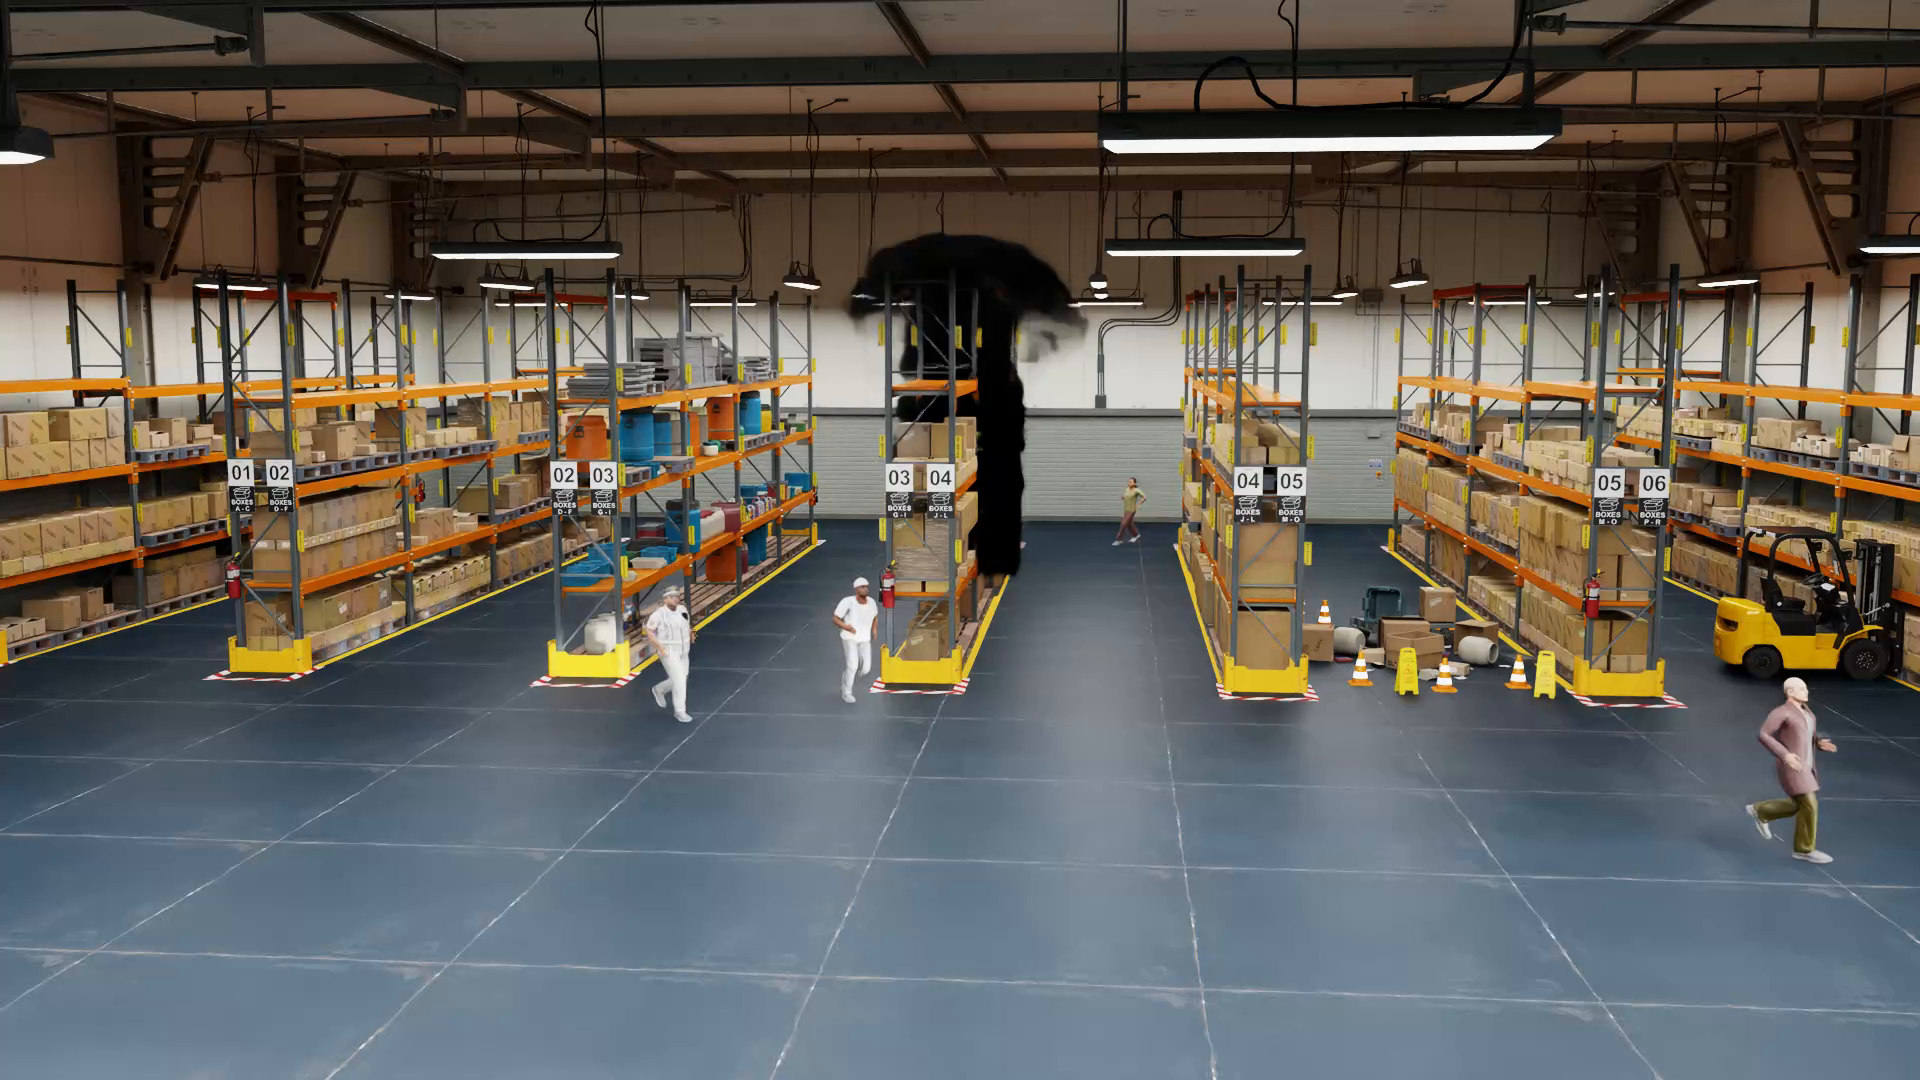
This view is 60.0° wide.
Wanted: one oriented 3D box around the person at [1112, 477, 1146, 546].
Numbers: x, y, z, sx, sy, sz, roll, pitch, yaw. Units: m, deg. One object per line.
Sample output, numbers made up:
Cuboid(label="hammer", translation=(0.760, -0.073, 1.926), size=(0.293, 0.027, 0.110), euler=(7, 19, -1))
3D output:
Cuboid(label="person", translation=(4.142, -0.691, 40.116), size=(0.874, 1.662, 0.592), euler=(-5, 8, -33))

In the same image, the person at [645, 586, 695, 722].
Cuboid(label="person", translation=(-3.807, 1.476, 21.973), size=(0.813, 1.787, 0.654), euler=(6, 9, 40))

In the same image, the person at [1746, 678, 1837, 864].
Cuboid(label="person", translation=(8.035, 2.193, 16.075), size=(0.720, 1.745, 0.897), euler=(-5, 9, -37))

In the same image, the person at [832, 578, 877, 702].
Cuboid(label="person", translation=(-1.409, 1.367, 23.032), size=(0.725, 1.706, 0.622), euler=(-4, 8, -30))
